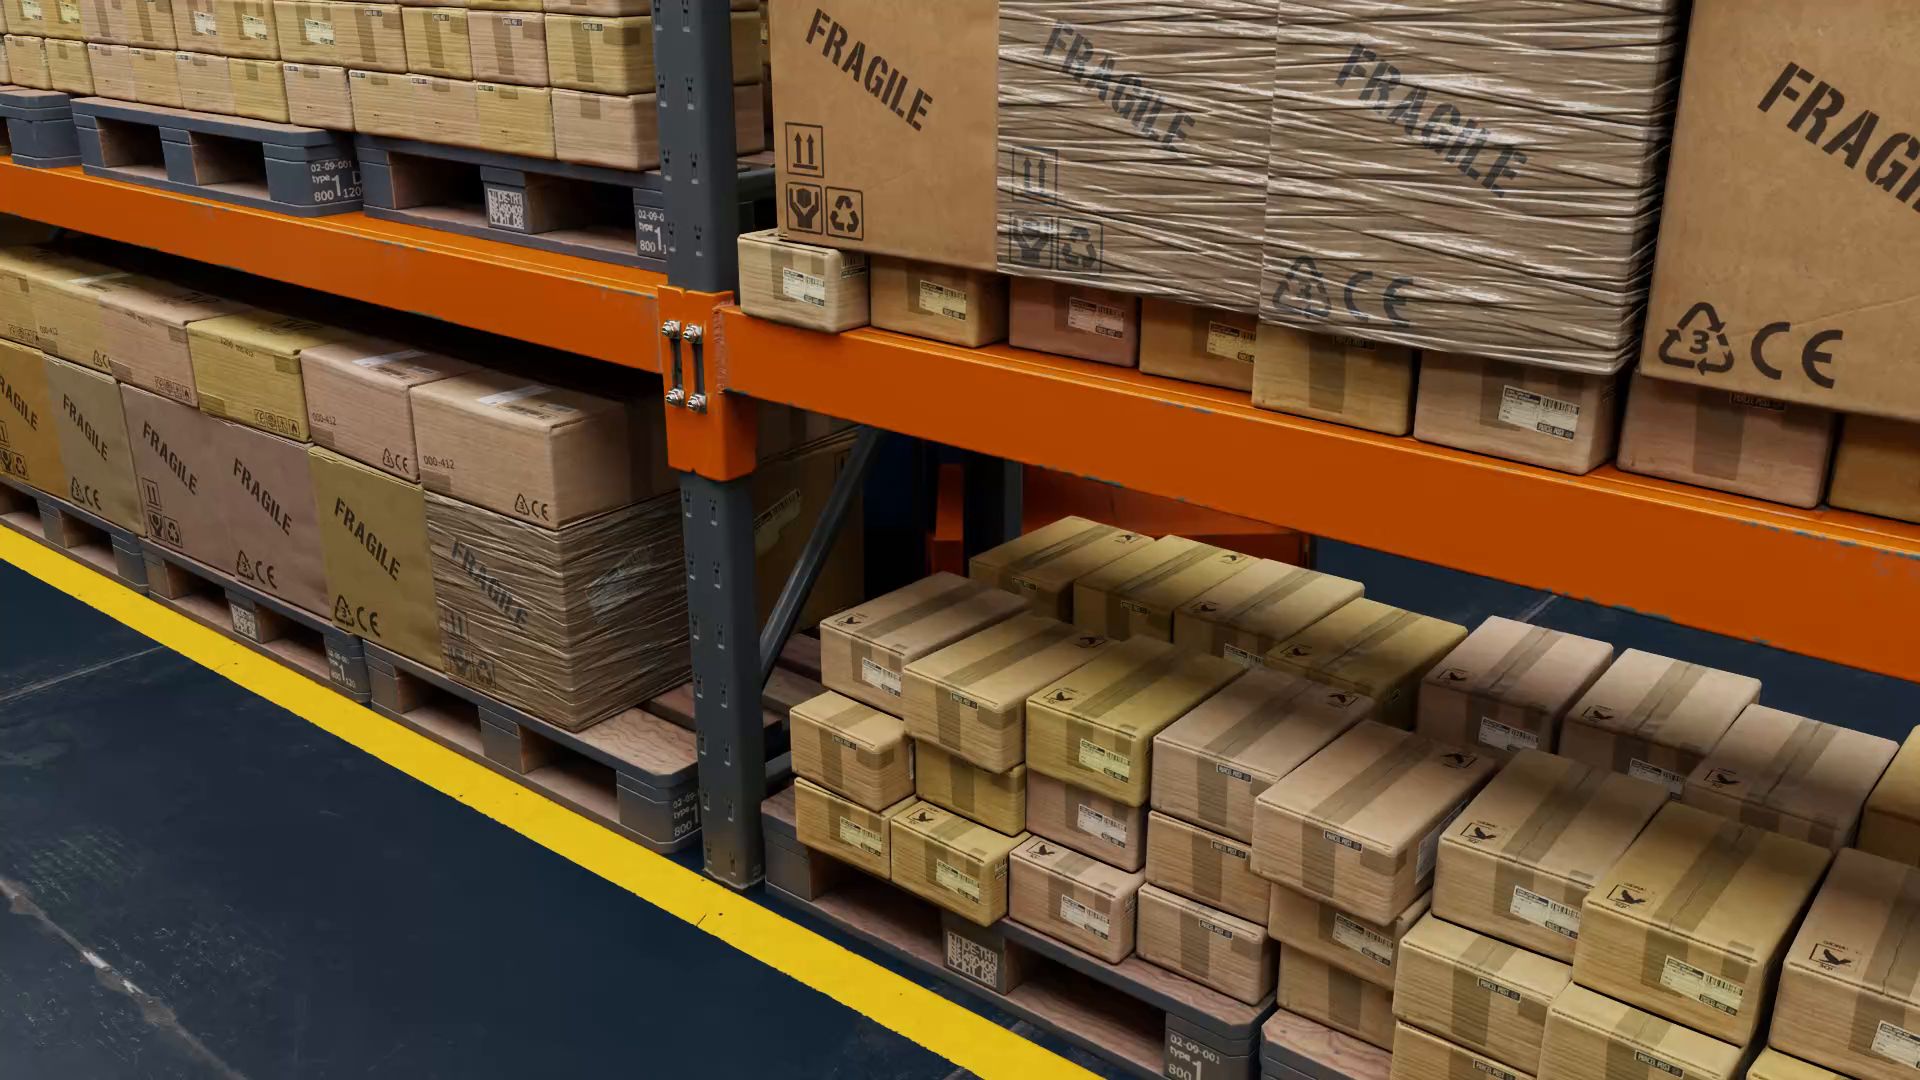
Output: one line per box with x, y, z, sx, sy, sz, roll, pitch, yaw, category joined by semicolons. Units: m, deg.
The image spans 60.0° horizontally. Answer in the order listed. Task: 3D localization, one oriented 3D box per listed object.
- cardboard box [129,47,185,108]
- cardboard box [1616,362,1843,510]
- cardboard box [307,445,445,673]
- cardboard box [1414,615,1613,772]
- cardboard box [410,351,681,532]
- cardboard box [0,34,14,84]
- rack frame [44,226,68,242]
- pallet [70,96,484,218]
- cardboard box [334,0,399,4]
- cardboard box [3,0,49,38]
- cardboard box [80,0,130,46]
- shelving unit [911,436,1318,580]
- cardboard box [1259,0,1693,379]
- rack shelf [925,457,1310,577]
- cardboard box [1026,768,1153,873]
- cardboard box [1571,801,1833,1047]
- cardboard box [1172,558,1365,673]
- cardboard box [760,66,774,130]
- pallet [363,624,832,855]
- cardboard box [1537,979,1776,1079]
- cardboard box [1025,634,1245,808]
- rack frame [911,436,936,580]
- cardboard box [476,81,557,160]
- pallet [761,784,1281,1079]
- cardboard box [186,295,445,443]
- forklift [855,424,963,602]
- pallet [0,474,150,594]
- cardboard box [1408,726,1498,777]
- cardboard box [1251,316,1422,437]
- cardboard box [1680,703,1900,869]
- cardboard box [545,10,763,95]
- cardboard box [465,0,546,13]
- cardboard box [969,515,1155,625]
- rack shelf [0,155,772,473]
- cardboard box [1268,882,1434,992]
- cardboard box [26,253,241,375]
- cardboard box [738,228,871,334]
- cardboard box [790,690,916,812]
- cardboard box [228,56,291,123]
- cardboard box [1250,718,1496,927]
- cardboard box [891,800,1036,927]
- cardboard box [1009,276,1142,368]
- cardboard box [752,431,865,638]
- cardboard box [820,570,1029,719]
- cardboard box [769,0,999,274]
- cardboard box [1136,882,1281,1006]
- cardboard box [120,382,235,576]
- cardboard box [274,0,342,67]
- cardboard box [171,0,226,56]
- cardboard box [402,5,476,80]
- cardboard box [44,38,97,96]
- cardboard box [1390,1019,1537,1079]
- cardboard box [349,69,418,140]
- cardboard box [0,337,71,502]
-2.057;-1.302;4.631;0.250;0.149;0.380;16;26;37;cardboard box
1.095;-0.183;2.258;0.250;0.149;0.380;17;27;38;cardboard box
-1.336;-0.019;4.414;0.500;0.500;0.500;15;26;35;cardboard box
1.075;0.301;3.222;0.250;0.149;0.380;15;25;34;cardboard box
-0.943;-0.256;3.980;0.500;0.250;0.500;15;25;35;cardboard box
-2.878;-1.537;5.255;0.250;0.149;0.380;18;27;39;cardboard box
-3.305;-1.673;5.854;0.127;3.000;1.000;16;26;36;rack frame
-1.745;-1.153;4.747;1.213;0.211;1.003;16;26;36;pallet
-1.251;-1.351;3.917;0.250;0.149;0.380;16;26;36;cardboard box
-2.637;-1.610;5.026;0.250;0.149;0.380;15;25;35;cardboard box
-2.249;-1.498;4.729;0.250;0.149;0.380;16;26;36;cardboard box
0.409;-0.232;4.504;1.048;1.125;0.538;-1;26;2;shelving unit
0.774;-0.557;2.330;0.500;0.500;0.500;15;26;35;cardboard box
0.417;-0.012;4.612;1.000;0.278;0.538;-1;26;2;rack shelf
0.337;0.462;3.215;0.250;0.149;0.380;16;26;36;cardboard box
1.125;0.567;2.515;0.250;0.149;0.380;16;26;37;cardboard box
0.655;0.186;3.525;0.250;0.149;0.380;16;26;36;cardboard box
-0.439;-1.134;4.184;0.250;0.149;0.380;17;26;37;cardboard box
-0.810;0.351;4.439;1.213;0.211;1.003;16;26;36;pallet
1.073;0.726;2.514;0.250;0.149;0.380;16;26;37;cardboard box
0.333;0.332;3.138;0.250;0.149;0.380;16;26;36;cardboard box
-0.099;-0.220;4.518;0.032;1.125;0.500;-1;26;2;rack frame
-0.840;-0.952;3.703;0.250;0.149;0.380;16;26;37;cardboard box
0.337;0.664;3.608;1.213;0.211;1.003;16;26;36;pallet
-1.751;-0.488;4.596;0.500;0.250;0.500;15;25;34;cardboard box
-0.007;-1.643;5.872;1.130;2.935;3.031;2;21;4;forklift
-2.700;-0.194;5.883;1.213;0.211;1.003;16;26;36;pallet
1.018;0.447;3.255;0.250;0.149;0.380;17;26;38;cardboard box
0.655;-0.292;2.547;0.250;0.149;0.380;17;26;37;cardboard box
1.415;0.443;2.845;0.250;0.149;0.380;16;26;36;cardboard box
-0.639;-1.034;3.498;0.250;0.149;0.380;17;27;38;cardboard box
-0.849;-1.234;3.607;0.250;0.149;0.380;15;25;35;cardboard box
0.235;0.086;3.790;0.250;0.149;0.380;17;27;38;cardboard box
-1.755;-0.891;4.798;4.000;0.370;1.077;16;26;36;rack shelf
0.743;0.591;2.874;0.250;0.149;0.380;18;27;39;cardboard box
-2.531;-0.718;5.206;0.500;0.250;0.500;16;26;36;cardboard box
-0.193;-0.511;3.127;0.250;0.149;0.380;17;27;38;cardboard box
-0.127;0.386;3.418;0.250;0.149;0.380;18;27;39;cardboard box
-1.650;-1.184;4.318;0.250;0.149;0.380;17;27;39;cardboard box
0.695;0.463;2.790;0.250;0.149;0.380;17;26;37;cardboard box
0.079;0.585;3.311;0.250;0.149;0.380;17;27;38;cardboard box
0.294;-0.428;2.909;0.250;0.149;0.380;15;25;34;cardboard box
-0.610;-0.045;4.484;0.500;0.500;0.500;17;27;38;cardboard box
-0.070;0.212;3.458;0.250;0.149;0.380;17;27;38;cardboard box
0.019;-0.787;2.942;0.500;0.500;0.500;16;26;35;cardboard box
0.533;0.669;3.088;0.250;0.149;0.380;15;26;35;cardboard box
-2.126;-0.248;5.023;0.500;0.500;0.500;15;26;35;cardboard box
-1.449;-1.267;4.115;0.250;0.149;0.380;14;25;34;cardboard box
-1.847;-1.383;4.423;0.250;0.149;0.380;17;27;38;cardboard box
-1.034;-1.148;3.802;0.250;0.149;0.380;17;27;39;cardboard box
-2.458;-1.418;4.937;0.250;0.149;0.380;18;27;39;cardboard box
0.904;0.804;2.730;0.250;0.149;0.380;15;25;35;cardboard box
-1.226;-1.064;4.000;0.250;0.149;0.380;15;25;34;cardboard box
-2.918;-0.473;5.618;0.500;0.500;0.500;15;25;34;cardboard box
